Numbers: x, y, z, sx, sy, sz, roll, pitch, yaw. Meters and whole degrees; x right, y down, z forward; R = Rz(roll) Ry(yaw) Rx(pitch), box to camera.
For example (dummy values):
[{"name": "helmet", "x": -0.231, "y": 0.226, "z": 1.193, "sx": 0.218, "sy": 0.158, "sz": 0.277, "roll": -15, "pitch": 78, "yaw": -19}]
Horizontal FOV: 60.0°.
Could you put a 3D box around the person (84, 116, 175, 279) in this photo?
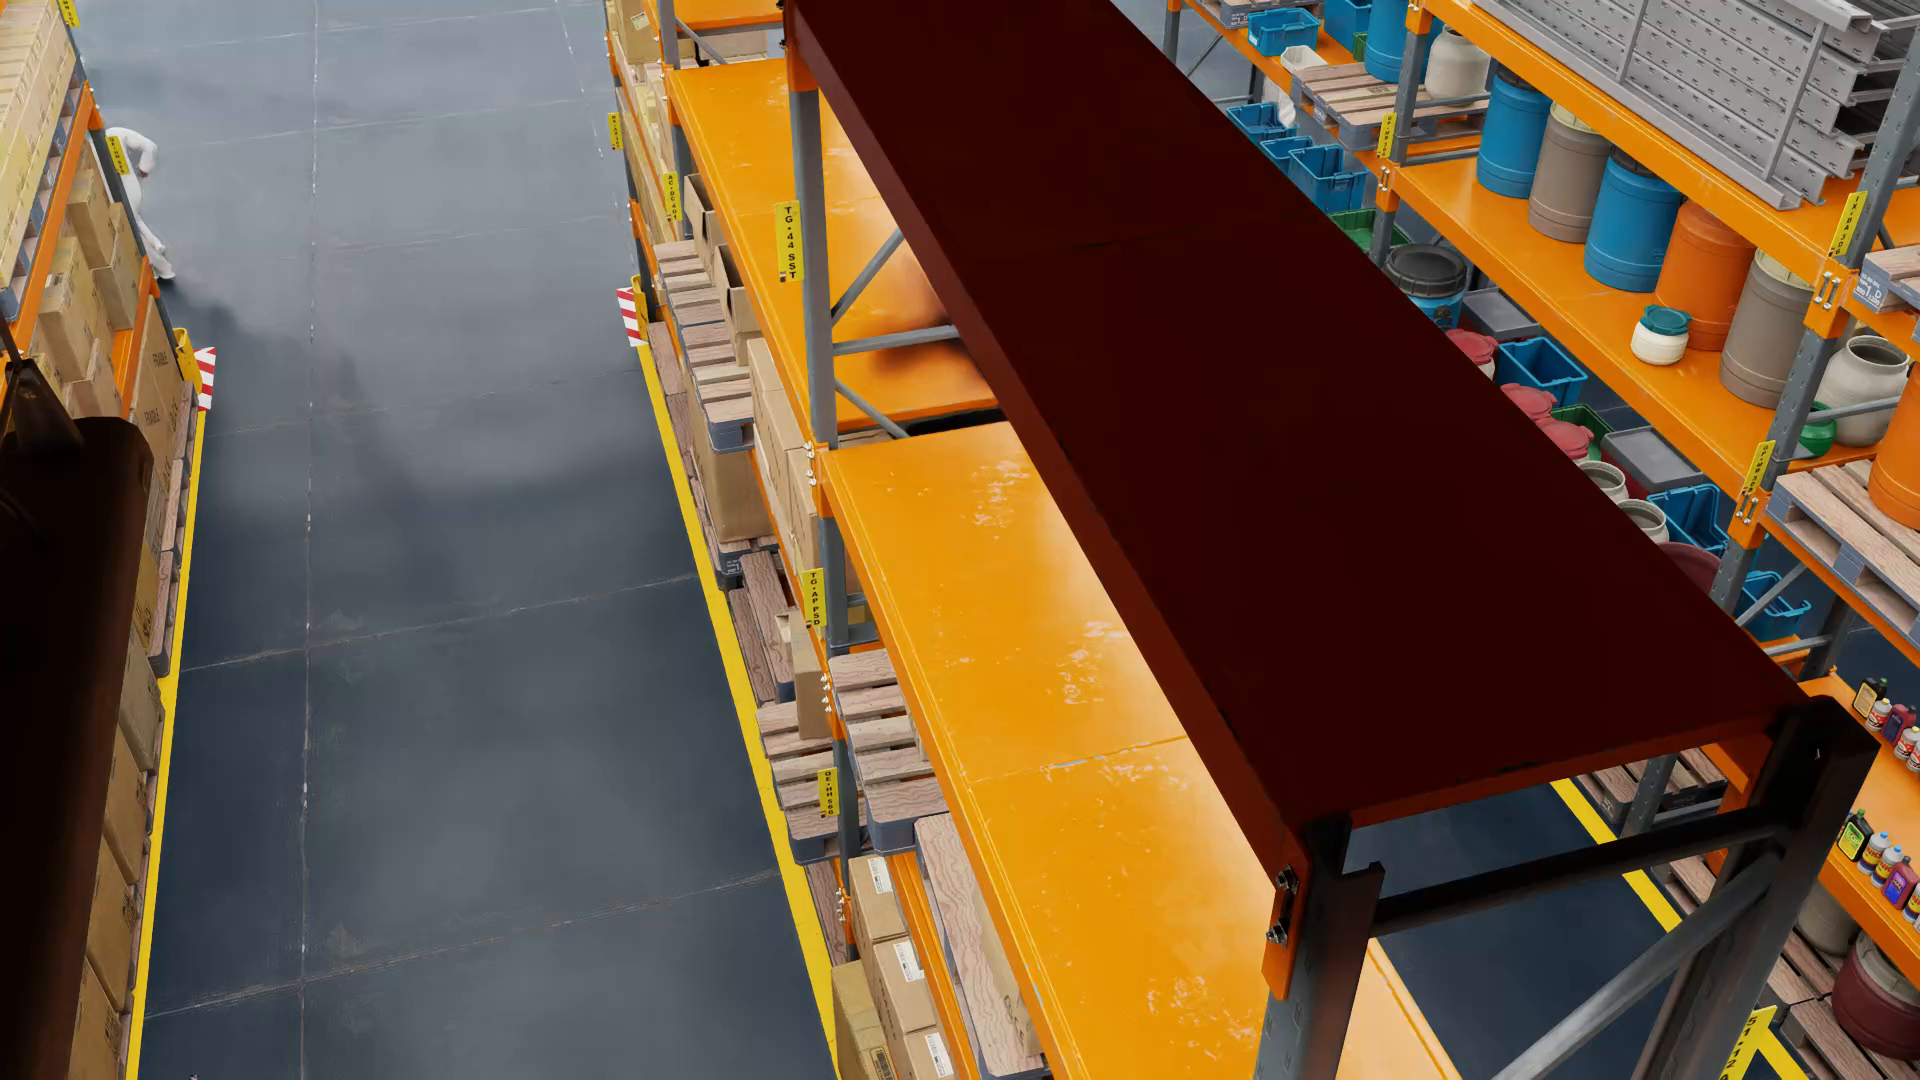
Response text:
[{"name": "person", "x": -7.835, "y": -3.229, "z": 15.502, "sx": 0.643, "sy": 1.742, "sz": 0.693, "roll": 18, "pitch": 42, "yaw": 21}]

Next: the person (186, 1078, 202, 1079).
[{"name": "person", "x": -3.284, "y": 3.008, "z": 7.621, "sx": 0.643, "sy": 1.749, "sz": 0.892, "roll": -13, "pitch": 40, "yaw": -16}]

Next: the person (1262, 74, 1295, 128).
[{"name": "person", "x": 3.147, "y": -4.220, "z": 16.748, "sx": 0.903, "sy": 1.737, "sz": 0.744, "roll": 31, "pitch": 48, "yaw": 33}]
